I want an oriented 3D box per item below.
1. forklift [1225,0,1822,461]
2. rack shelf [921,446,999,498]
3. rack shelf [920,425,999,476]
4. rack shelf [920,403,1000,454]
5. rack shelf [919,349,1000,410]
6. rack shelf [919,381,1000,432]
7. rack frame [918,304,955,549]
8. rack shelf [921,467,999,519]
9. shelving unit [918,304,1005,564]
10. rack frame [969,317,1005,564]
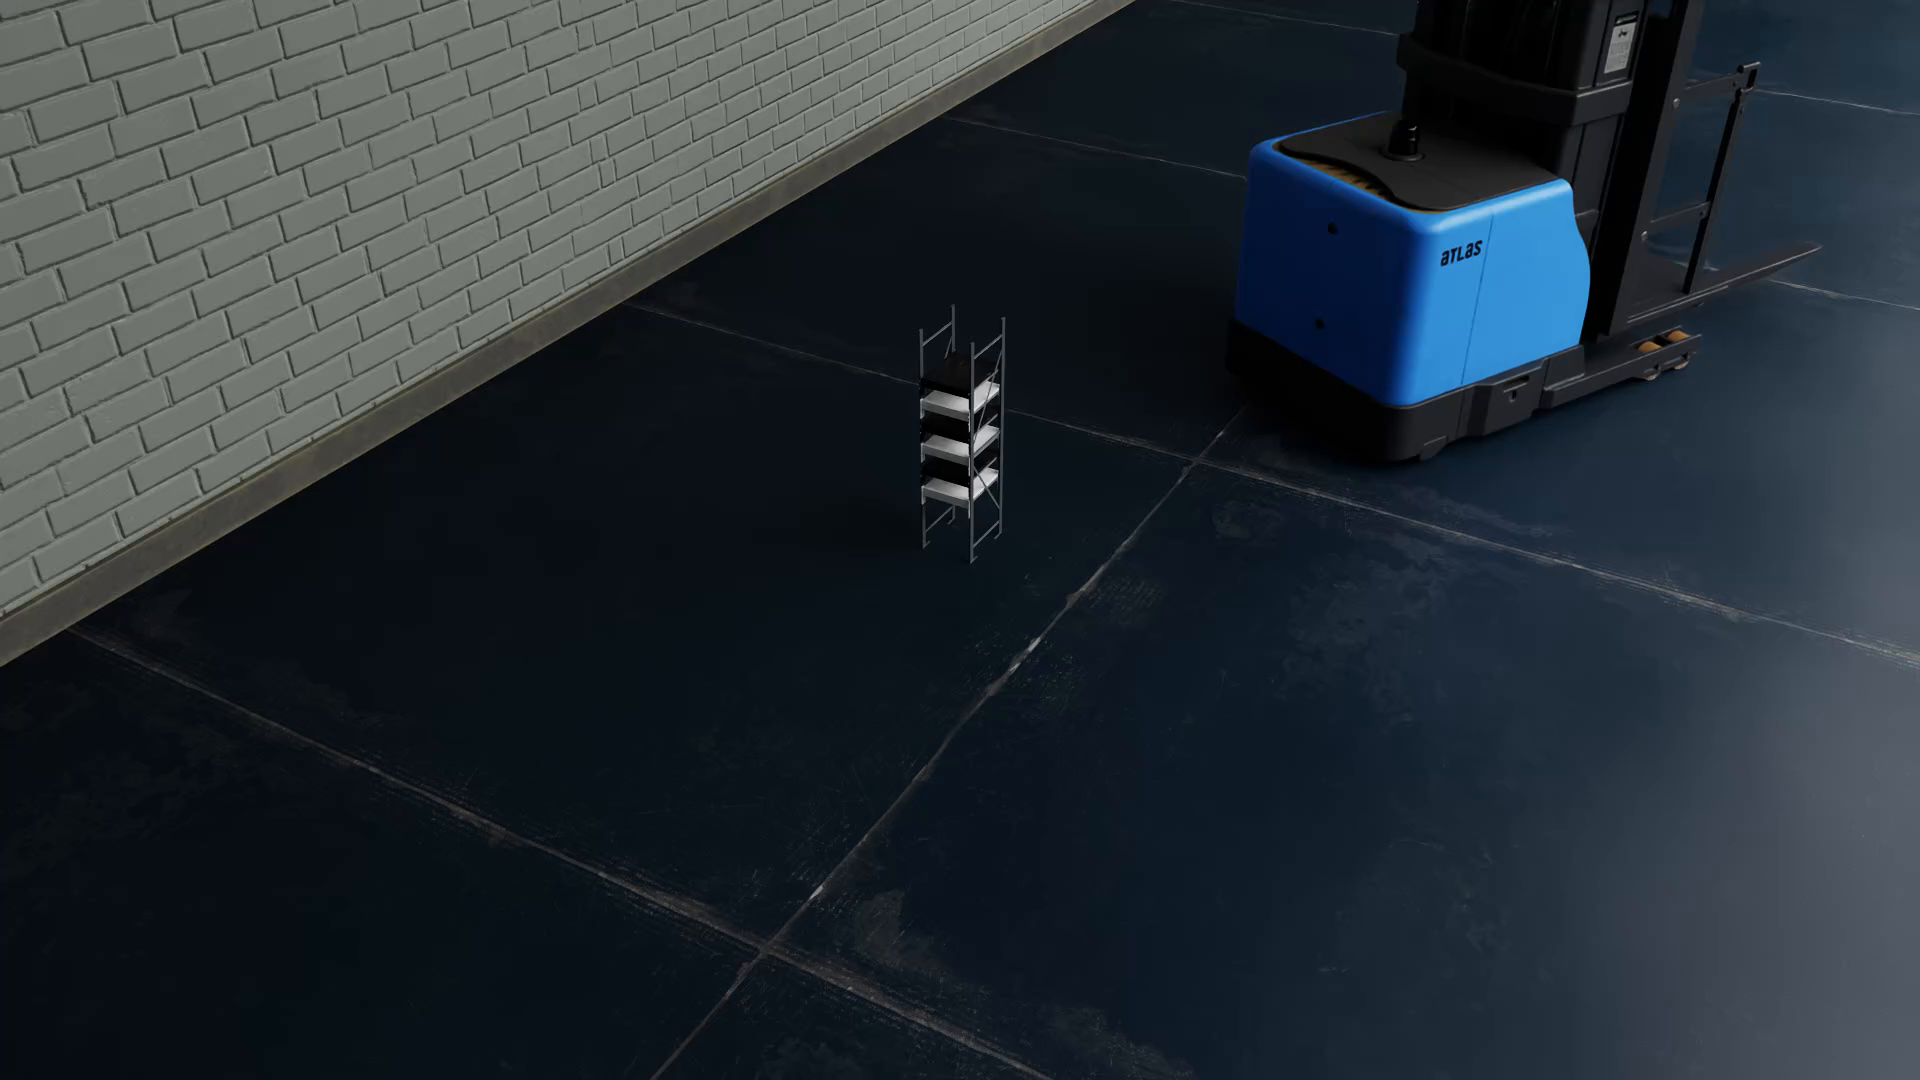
[{"bbox_3d":[2.676,-2.147,6.830,3.031,2.935,1.130,-20,38,-27],"label":"forklift"},{"bbox_3d":[0.007,-0.270,6.066,0.200,0.077,0.258,18,37,24],"label":"rack shelf"},{"bbox_3d":[0.007,-0.345,6.016,0.200,0.077,0.258,18,37,24],"label":"rack shelf"},{"bbox_3d":[0.007,-0.419,5.966,0.200,0.077,0.258,18,37,24],"label":"rack shelf"},{"bbox_3d":[0.007,-0.569,5.866,0.200,0.077,0.258,18,37,24],"label":"rack shelf"},{"bbox_3d":[0.007,-0.494,5.916,0.200,0.077,0.258,18,37,24],"label":"rack shelf"},{"bbox_3d":[-0.081,-0.400,6.039,0.006,0.900,0.240,18,37,24],"label":"rack frame"},{"bbox_3d":[0.007,-0.195,6.115,0.200,0.077,0.258,18,37,24],"label":"rack shelf"},{"bbox_3d":[0.007,-0.372,5.997,0.210,0.900,0.258,18,37,24],"label":"shelving unit"},{"bbox_3d":[0.095,-0.344,5.955,0.006,0.900,0.240,18,37,24],"label":"rack frame"}]
